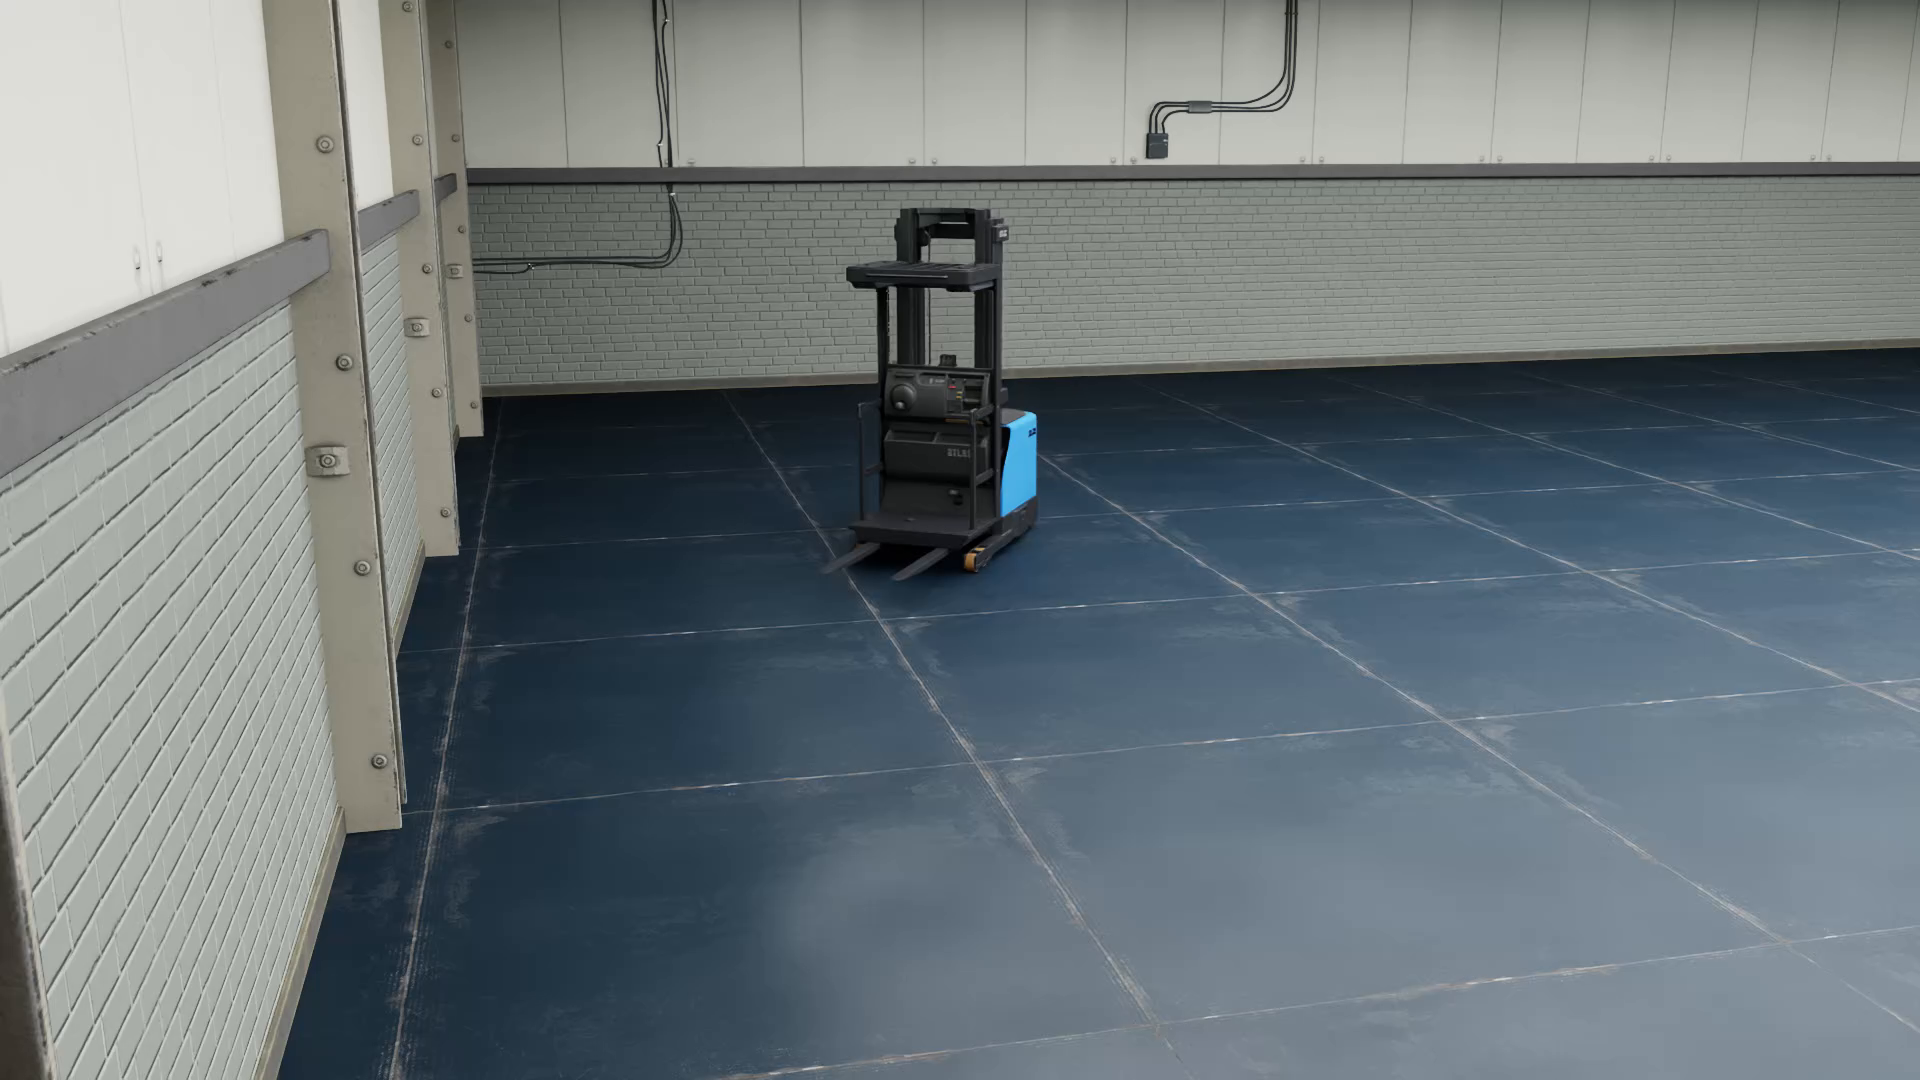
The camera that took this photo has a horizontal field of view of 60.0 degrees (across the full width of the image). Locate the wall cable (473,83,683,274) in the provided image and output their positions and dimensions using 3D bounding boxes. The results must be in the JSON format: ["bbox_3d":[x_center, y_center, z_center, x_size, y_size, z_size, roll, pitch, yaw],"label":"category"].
[{"bbox_3d":[-5.356,-4.908,22.598,3.097,2.526,0.112,-3,14,-13],"label":"wall cable"}]

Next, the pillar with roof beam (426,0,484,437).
[{"bbox_3d":[-1.765,-5.903,20.129,9.100,9.000,0.400,-3,14,-13],"label":"pillar with roof beam"}]

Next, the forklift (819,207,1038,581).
[{"bbox_3d":[-0.267,-1.262,13.916,1.130,2.935,3.031,5,15,19],"label":"forklift"}]

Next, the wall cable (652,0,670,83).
[{"bbox_3d":[-2.727,-7.512,22.616,3.097,2.526,0.112,-3,14,-13],"label":"wall cable"}]

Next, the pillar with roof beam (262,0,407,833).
[{"bbox_3d":[1.053,-3.135,8.798,9.100,9.000,0.400,-3,14,-13],"label":"pillar with roof beam"}]

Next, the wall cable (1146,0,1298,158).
[{"bbox_3d":[3.875,-8.594,23.977,2.305,6.003,0.169,-3,14,-13],"label":"wall cable"}]

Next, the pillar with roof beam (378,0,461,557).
[{"bbox_3d":[-0.356,-4.519,14.463,9.100,9.000,0.400,-3,14,-13],"label":"pillar with roof beam"}]
